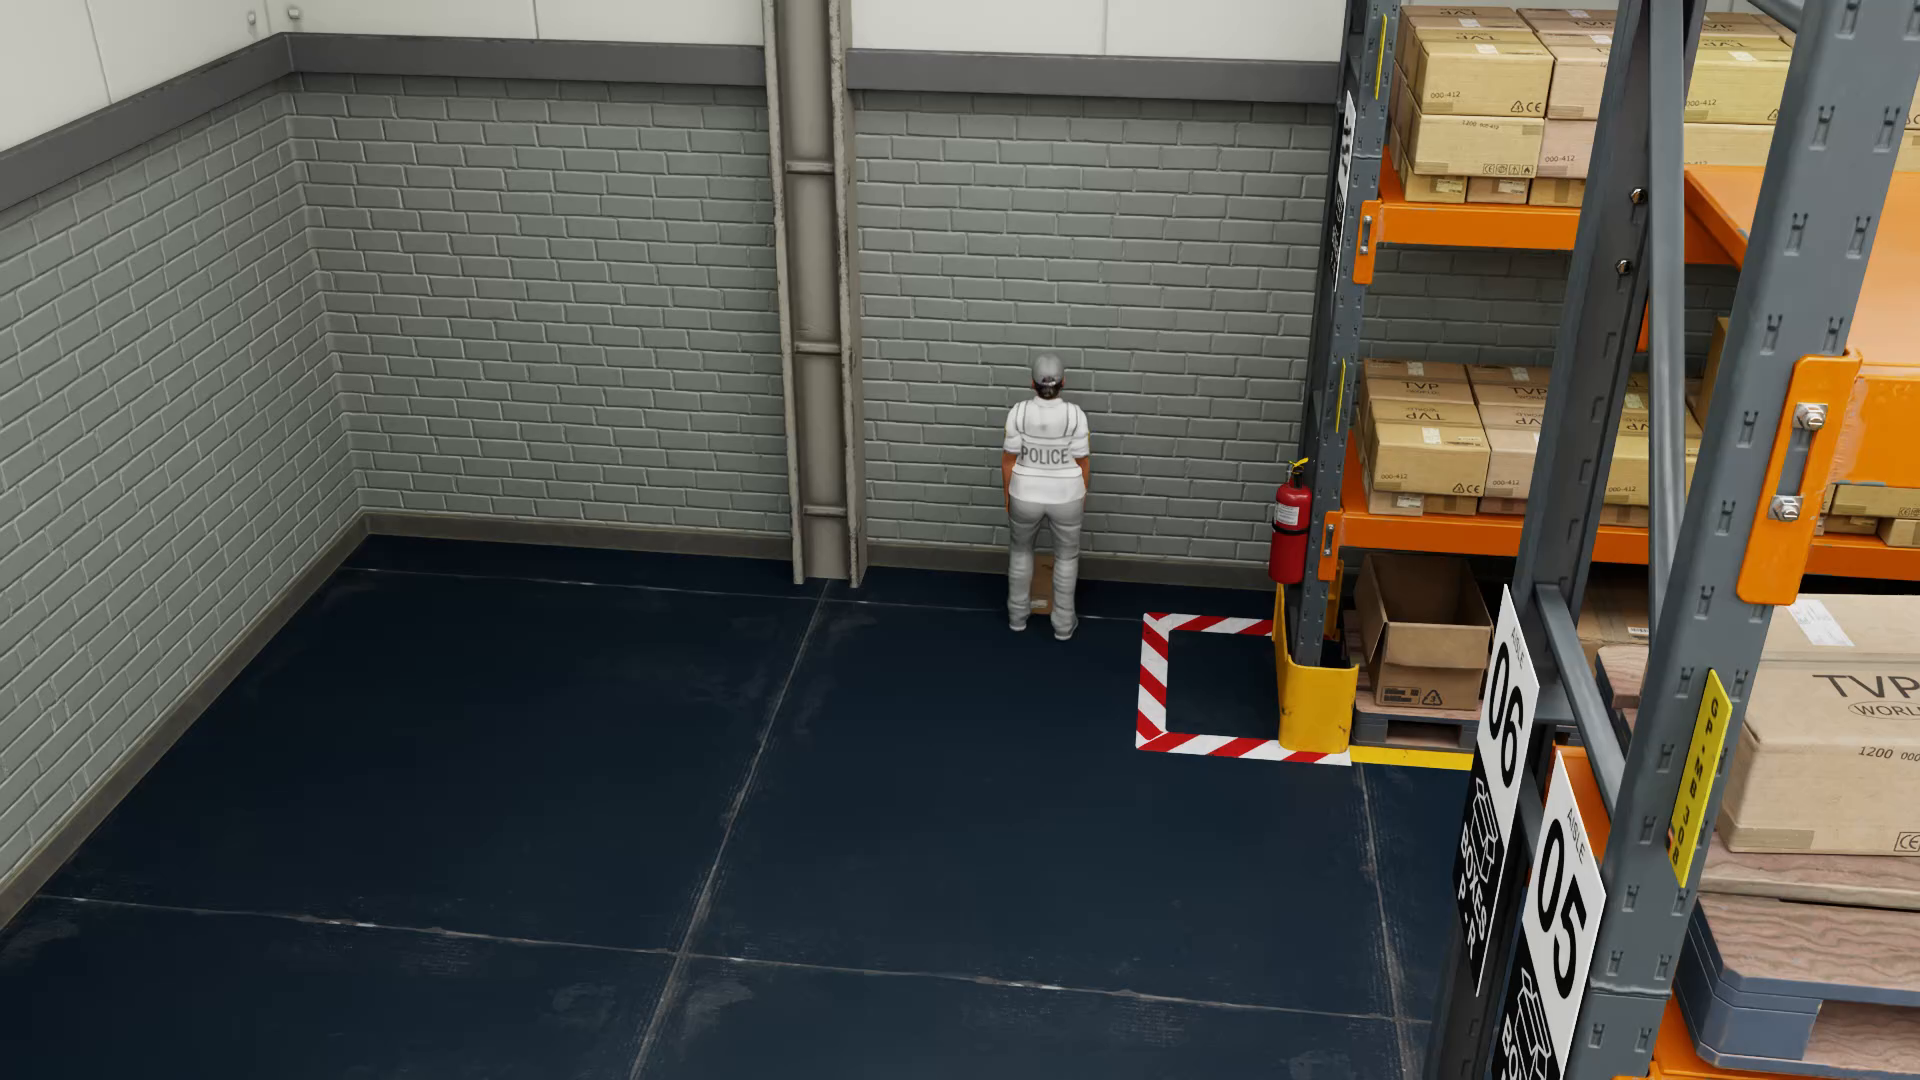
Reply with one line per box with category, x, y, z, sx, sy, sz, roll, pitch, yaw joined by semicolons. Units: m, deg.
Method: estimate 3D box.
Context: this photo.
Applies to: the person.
person;0.465;-0.238;9.064;0.471;1.662;0.397;4;29;7
